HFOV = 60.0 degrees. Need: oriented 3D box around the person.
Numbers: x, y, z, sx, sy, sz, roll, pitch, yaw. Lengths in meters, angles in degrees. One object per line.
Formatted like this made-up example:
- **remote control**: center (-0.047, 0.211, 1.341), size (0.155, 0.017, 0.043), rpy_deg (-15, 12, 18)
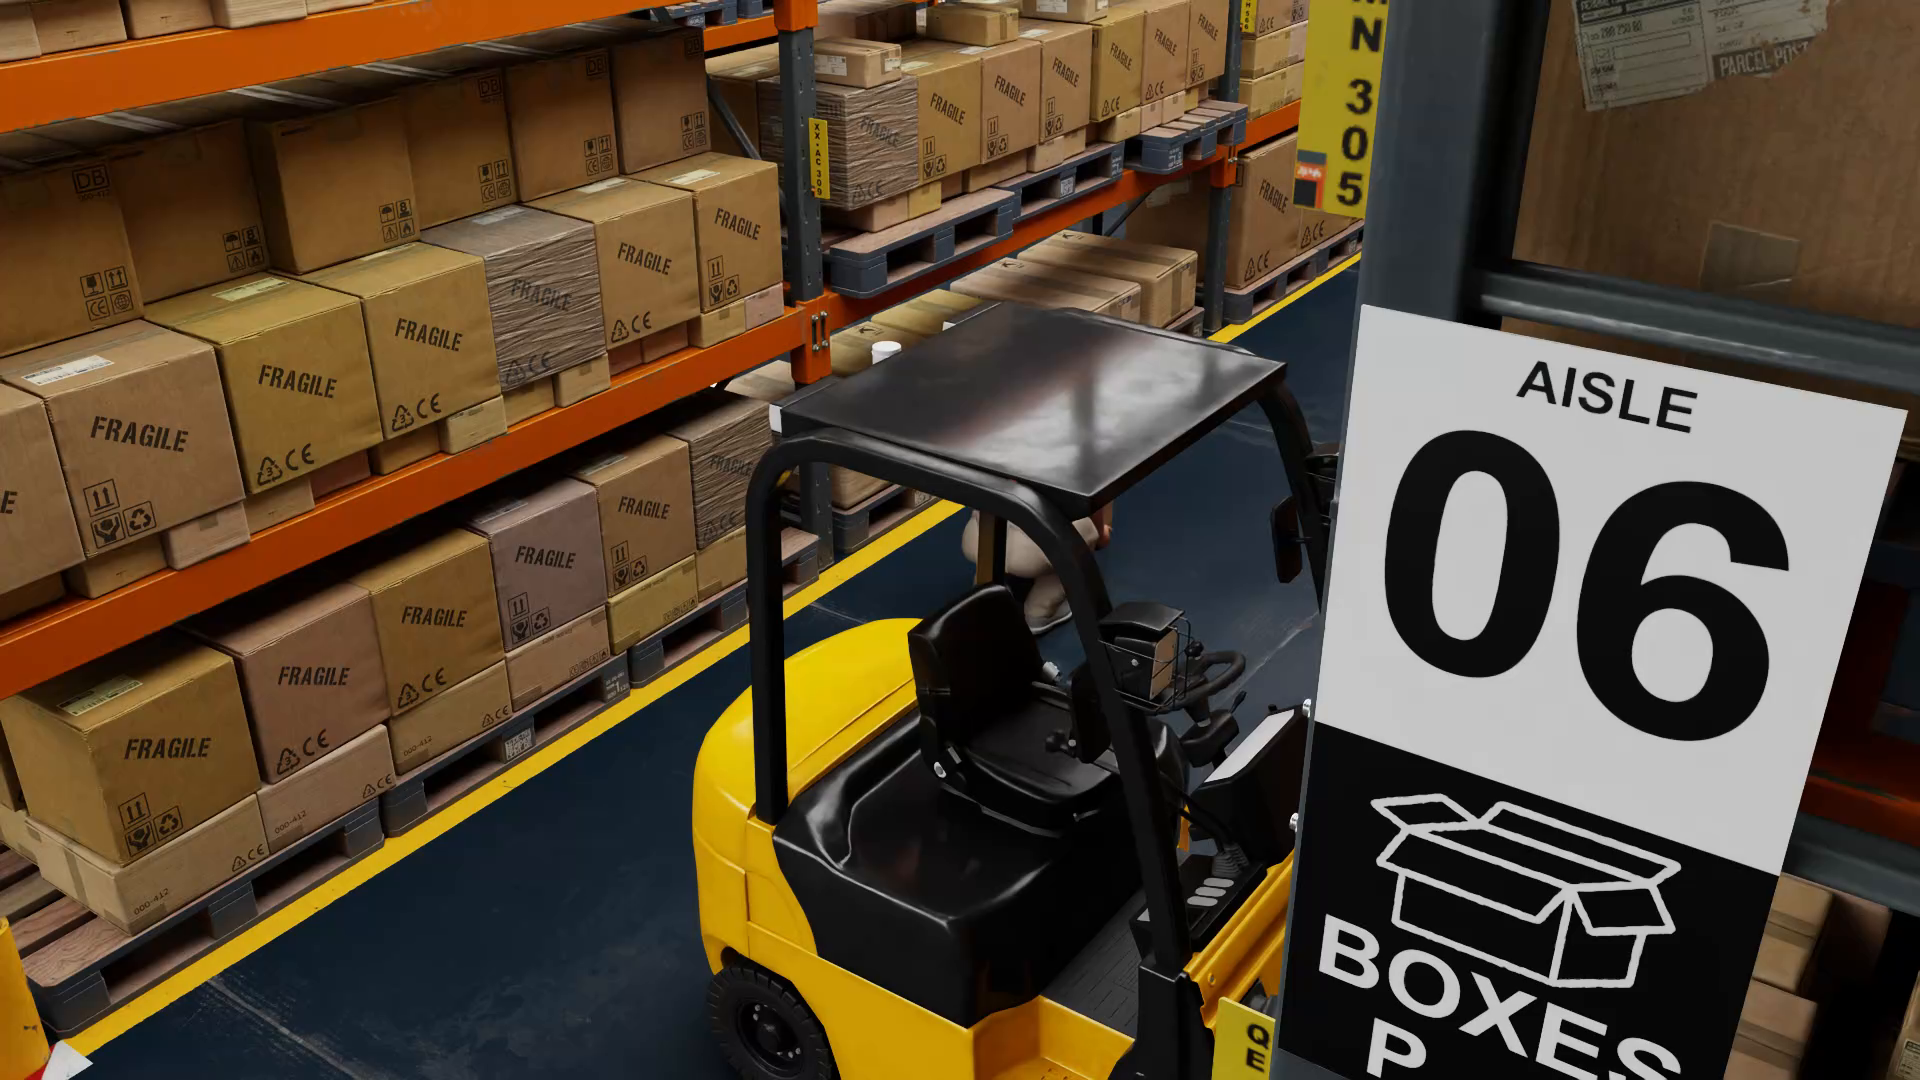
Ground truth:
- **person**: center (0.334, -0.149, 7.269), size (0.530, 0.989, 0.884), rpy_deg (15, 30, 27)
